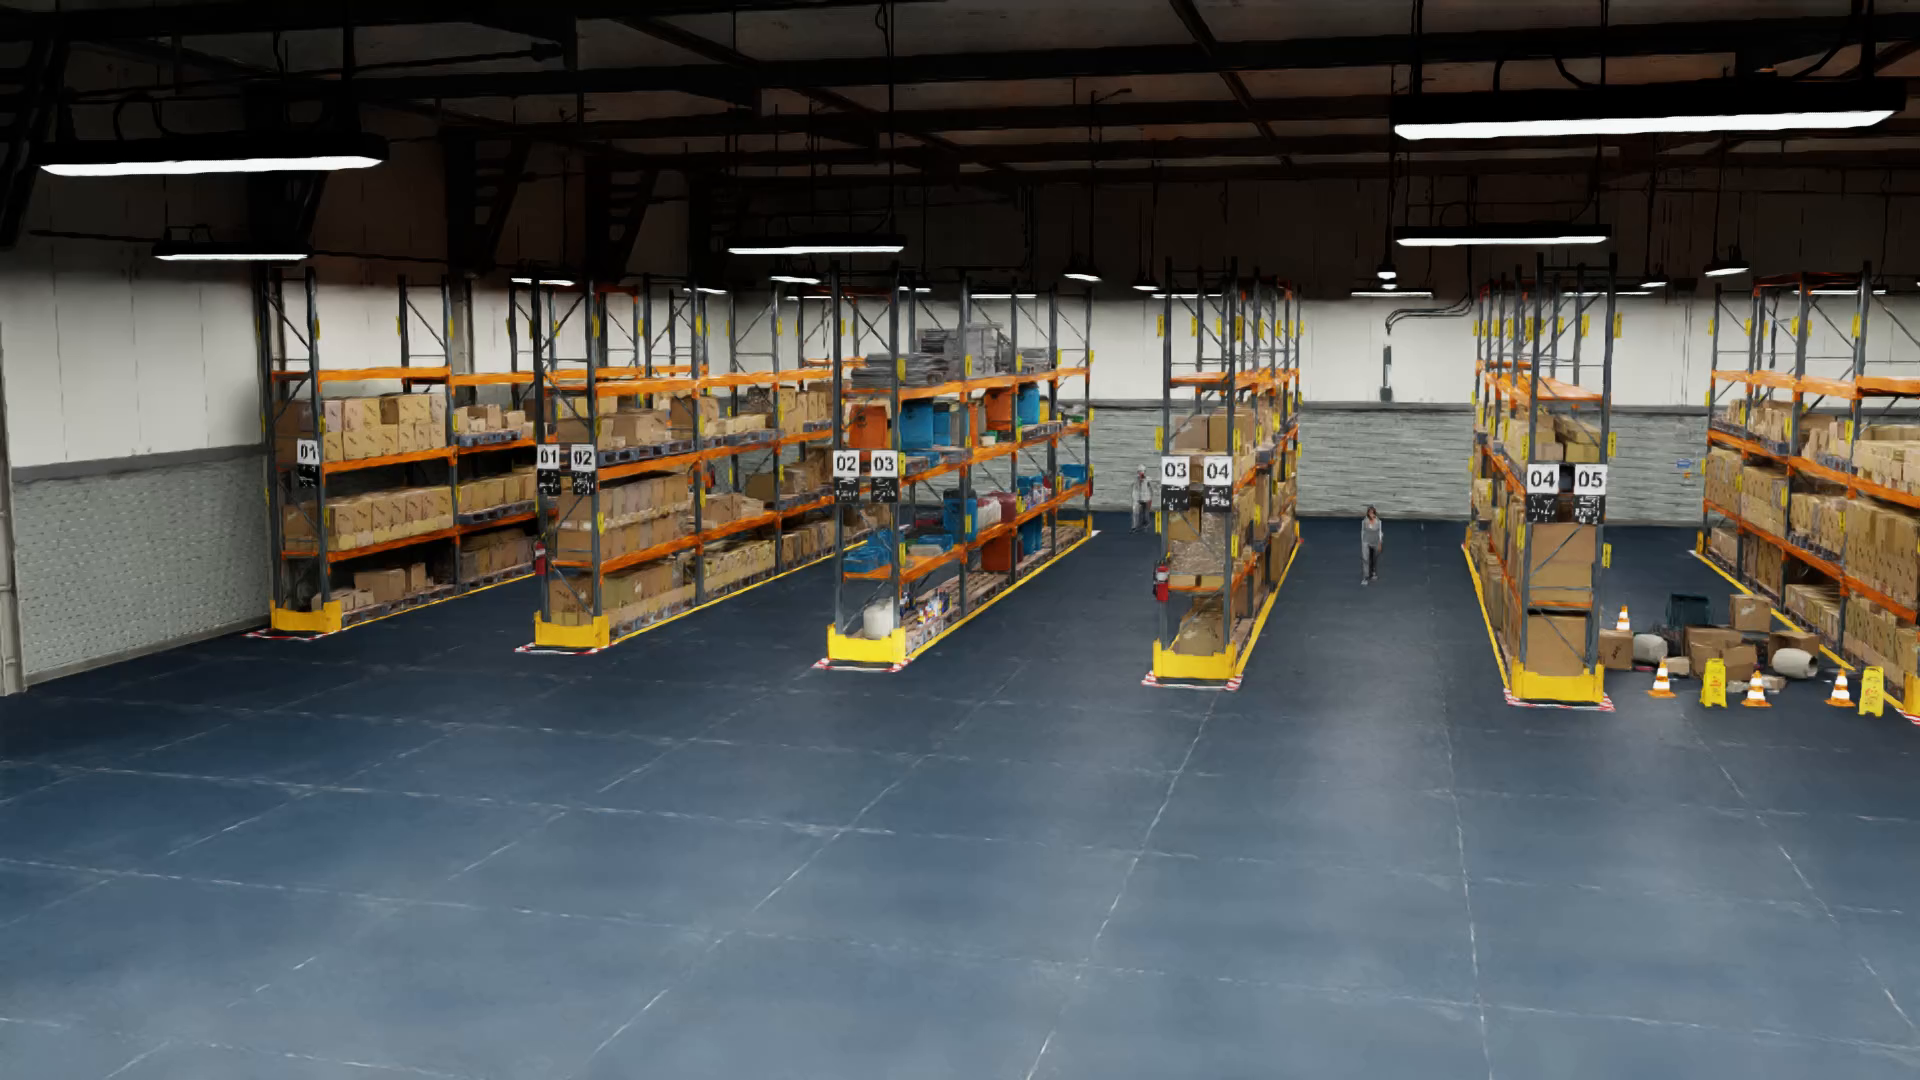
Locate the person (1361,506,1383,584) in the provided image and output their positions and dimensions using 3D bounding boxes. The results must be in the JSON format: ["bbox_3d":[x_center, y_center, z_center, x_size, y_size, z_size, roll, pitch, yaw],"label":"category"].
[{"bbox_3d":[8.129,0.087,32.836,0.417,1.512,1.034,2,7,13],"label":"person"}]

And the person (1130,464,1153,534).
[{"bbox_3d":[4.451,-1.012,40.702,0.543,1.700,1.119,2,7,12],"label":"person"}]
